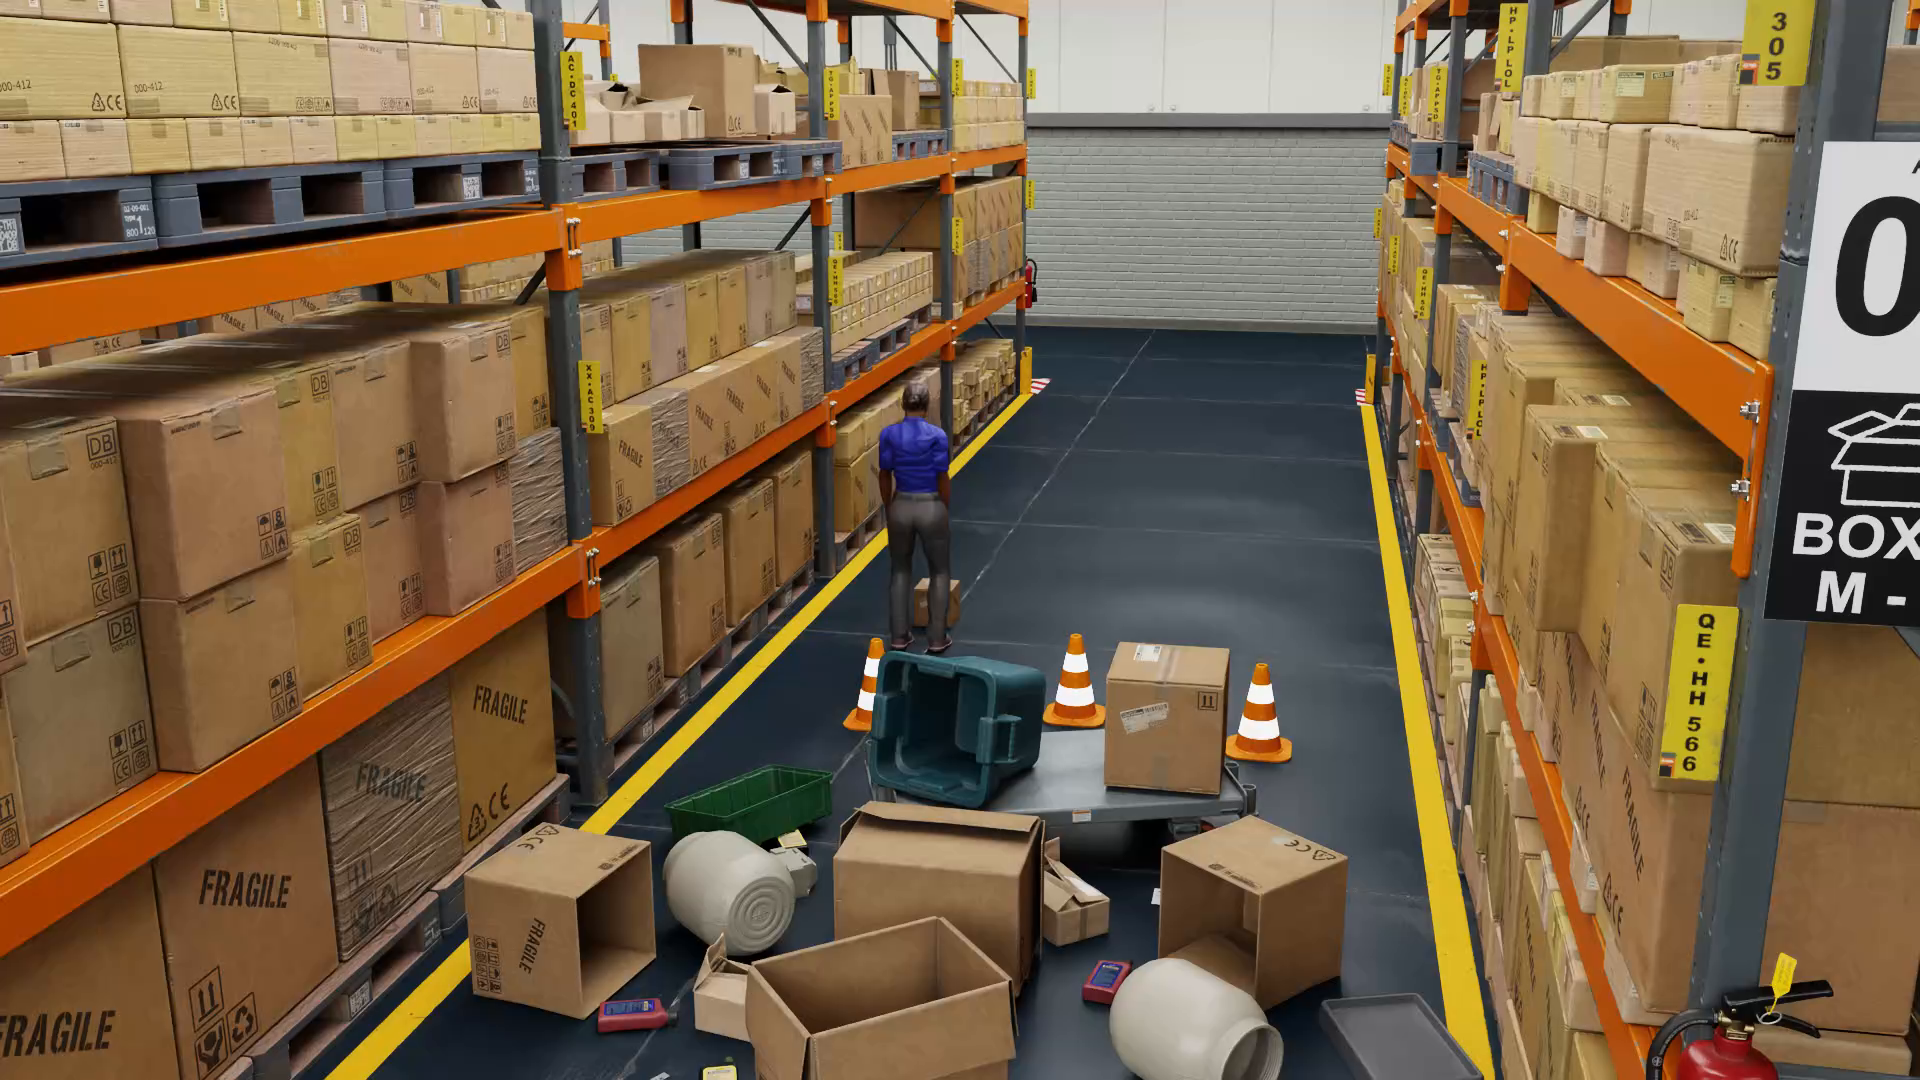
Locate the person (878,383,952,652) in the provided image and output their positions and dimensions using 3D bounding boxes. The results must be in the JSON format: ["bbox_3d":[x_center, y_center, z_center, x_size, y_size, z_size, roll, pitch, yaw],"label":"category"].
[{"bbox_3d":[-0.276,-0.129,10.090,0.447,1.631,0.337,3,15,12],"label":"person"}]
